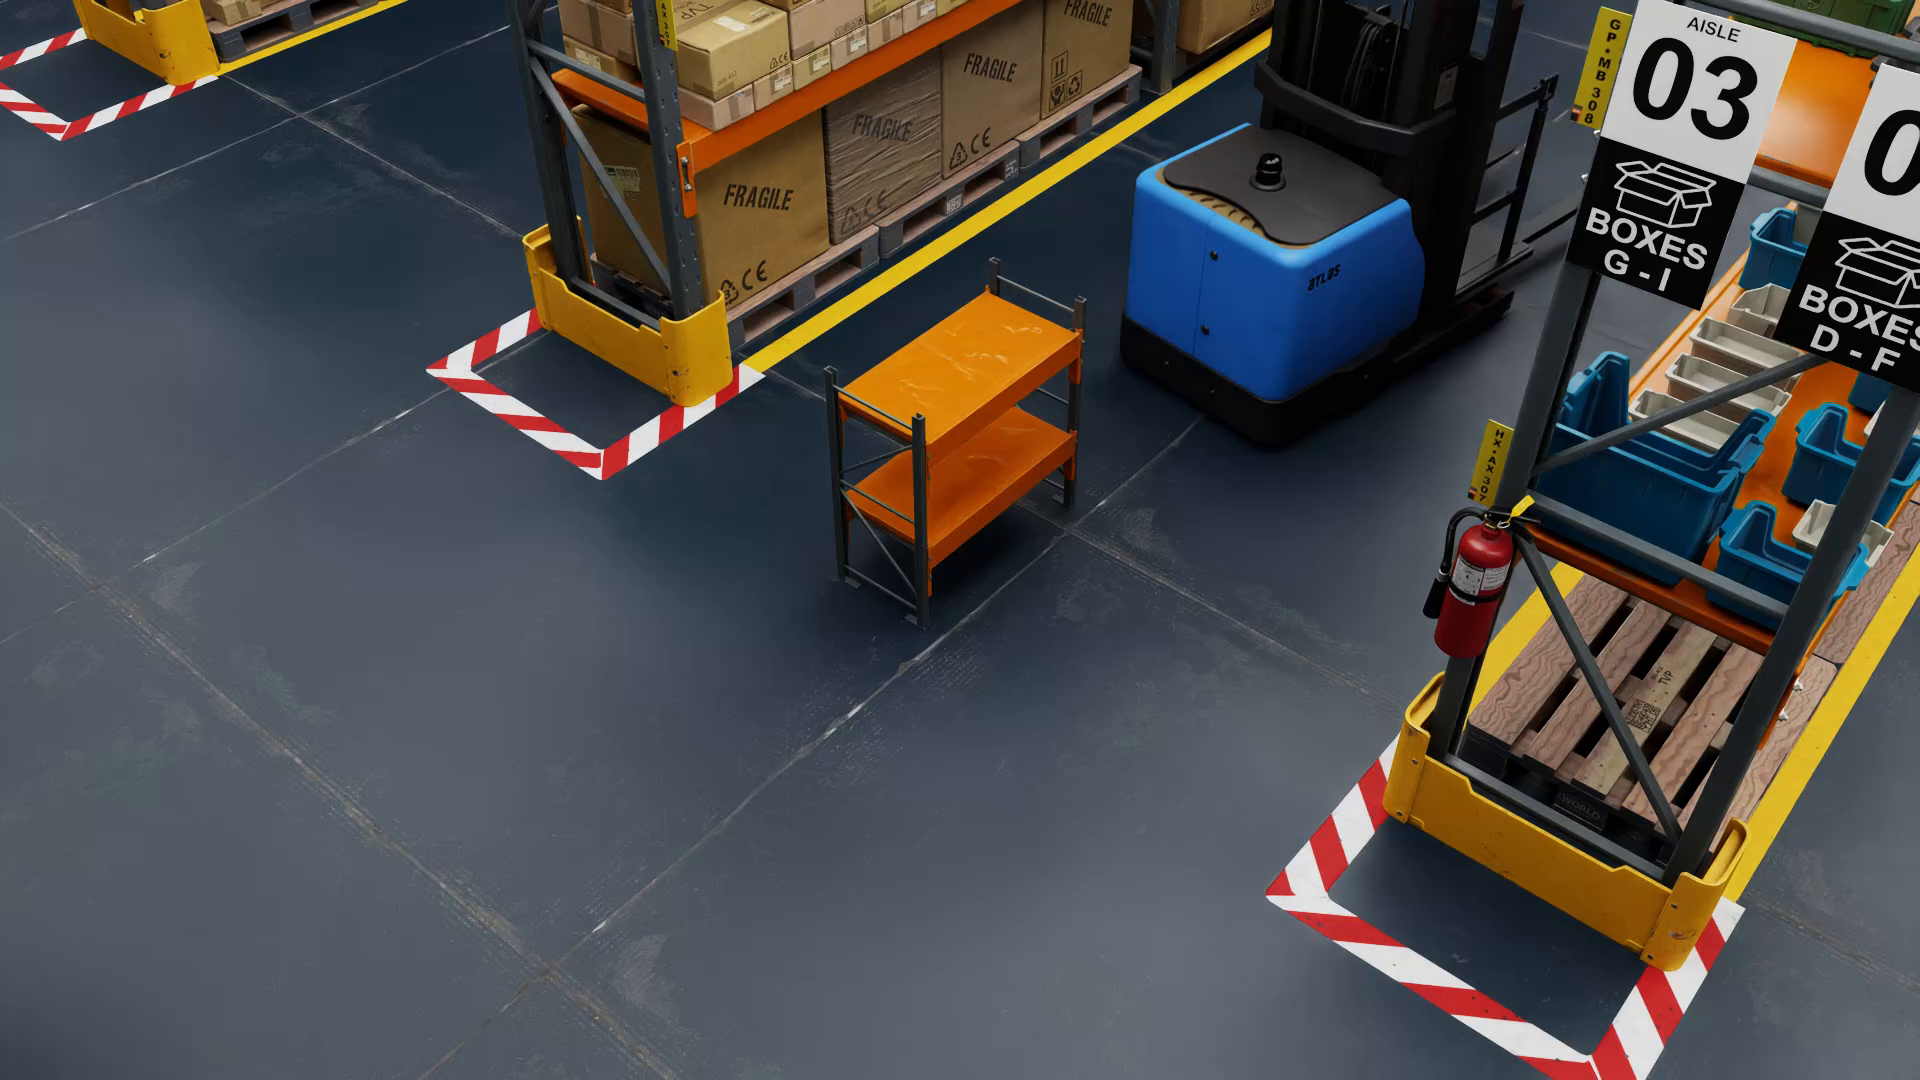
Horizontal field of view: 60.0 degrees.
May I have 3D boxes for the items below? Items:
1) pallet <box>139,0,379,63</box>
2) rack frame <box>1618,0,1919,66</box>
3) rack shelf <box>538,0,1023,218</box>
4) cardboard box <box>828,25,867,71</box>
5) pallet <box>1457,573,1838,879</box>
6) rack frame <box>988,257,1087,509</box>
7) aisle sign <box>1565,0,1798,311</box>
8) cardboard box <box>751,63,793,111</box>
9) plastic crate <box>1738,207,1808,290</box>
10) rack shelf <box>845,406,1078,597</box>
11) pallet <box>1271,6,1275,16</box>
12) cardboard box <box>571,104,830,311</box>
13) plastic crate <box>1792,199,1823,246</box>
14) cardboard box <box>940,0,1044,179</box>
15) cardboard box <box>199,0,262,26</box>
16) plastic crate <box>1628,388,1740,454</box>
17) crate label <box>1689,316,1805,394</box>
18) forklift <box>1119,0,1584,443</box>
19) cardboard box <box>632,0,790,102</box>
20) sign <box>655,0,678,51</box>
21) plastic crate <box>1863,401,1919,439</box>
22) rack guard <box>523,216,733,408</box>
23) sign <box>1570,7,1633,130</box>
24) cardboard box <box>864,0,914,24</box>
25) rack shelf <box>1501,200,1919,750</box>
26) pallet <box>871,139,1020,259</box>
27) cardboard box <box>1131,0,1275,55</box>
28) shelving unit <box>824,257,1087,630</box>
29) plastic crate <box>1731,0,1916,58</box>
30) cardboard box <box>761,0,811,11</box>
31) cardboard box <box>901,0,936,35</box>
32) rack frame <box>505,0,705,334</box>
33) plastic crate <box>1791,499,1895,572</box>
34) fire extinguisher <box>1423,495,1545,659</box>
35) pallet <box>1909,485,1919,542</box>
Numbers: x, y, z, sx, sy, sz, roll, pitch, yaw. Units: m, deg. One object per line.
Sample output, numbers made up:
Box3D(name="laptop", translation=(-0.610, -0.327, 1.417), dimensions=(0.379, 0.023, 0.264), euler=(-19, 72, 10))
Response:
Box3D(name="pallet", translation=(-4.782, -3.704, 11.349), dimensions=(1.003, 0.211, 1.213), euler=(29, 50, 28))
Box3D(name="rack frame", translation=(2.142, -2.170, 3.129), dimensions=(1.000, 3.000, 0.127), euler=(29, 50, 28))
Box3D(name="rack shelf", translation=(-0.362, -2.858, 8.881), dimensions=(1.077, 0.370, 4.000), euler=(29, 50, 28))
Box3D(name="cardboard box", translation=(-0.673, -2.441, 8.074), dimensions=(0.380, 0.149, 0.250), euler=(29, 50, 28))
Box3D(name="pallet", translation=(2.702, 0.674, 6.534), dimensions=(1.003, 0.211, 1.213), euler=(29, 50, 28))
Box3D(name="rack frame", translation=(0.323, -0.674, 7.338), dimensions=(0.500, 1.125, 0.032), euler=(29, 50, 28))
Box3D(name="aisle sign", translation=(1.871, -1.002, 4.372), dimensions=(0.394, 0.787, 0.004), euler=(29, 50, 28))
Box3D(name="cardboard box", translation=(-1.004, -2.174, 7.780), dimensions=(0.380, 0.149, 0.250), euler=(29, 50, 28))
Box3D(name="plastic crate", translation=(3.267, -1.079, 6.469), dimensions=(0.416, 0.233, 0.300), euler=(29, 50, 28))
Box3D(name="rack shelf", translation=(-0.004, -0.232, 7.215), dimensions=(0.538, 0.278, 1.000), euler=(29, 50, 28))
Box3D(name="pallet", translation=(2.149, -4.183, 11.876), dimensions=(1.003, 0.211, 1.213), euler=(29, 50, 28))
Box3D(name="cardboard box", translation=(-1.298, -1.828, 8.480), dimensions=(0.875, 0.875, 0.875), euler=(29, 50, 28))
Box3D(name="plastic crate", translation=(3.592, -1.281, 6.655), dimensions=(0.437, 0.282, 0.530), euler=(29, 50, 28))
Box3D(name="cardboard box", translation=(-0.140, -2.755, 9.499), dimensions=(0.875, 0.875, 0.875), euler=(29, 50, 28))
Box3D(name="cardboard box", translation=(-4.798, -3.526, 10.887), dimensions=(0.380, 0.149, 0.250), euler=(31, 50, 29))
Box3D(name="plastic crate", translation=(2.528, -0.373, 5.764), dimensions=(0.396, 0.136, 0.243), euler=(29, 50, 28))
Box3D(name="crate label", translation=(2.886, -0.670, 6.091), dimensions=(0.396, 0.136, 0.243), euler=(29, 50, 28))
Box3D(name="forklift", translation=(2.247, -2.390, 7.882), dimensions=(3.031, 2.935, 1.130), euler=(-30, 50, -29))
Box3D(name="cardboard box", translation=(-1.134, -2.279, 7.600), dimensions=(0.500, 0.250, 0.500), euler=(28, 49, 27))
Box3D(name="sign", translation=(-1.228, -2.201, 6.920), dimensions=(0.100, 0.325, 0.005), euler=(29, 50, 28))
Box3D(name="plastic crate", translation=(3.259, -0.338, 5.726), dimensions=(0.250, 0.136, 0.298), euler=(29, 50, 28))
Box3D(name="rack guard", translation=(-1.665, -1.157, 8.333), dimensions=(1.175, 0.500, 0.348), euler=(29, 50, 28))
Box3D(name="sign", translation=(1.710, -1.251, 4.426), dimensions=(0.100, 0.325, 0.005), euler=(29, 50, 28))
Box3D(name="cardboard box", translation=(-0.478, -2.807, 8.180), dimensions=(0.500, 0.250, 0.500), euler=(28, 49, 27))
Box3D(name="rack shelf", translation=(3.429, -0.714, 6.522), dimensions=(1.077, 0.370, 4.000), euler=(29, 50, 28))
Box3D(name="pallet", translation=(-0.409, -2.134, 9.622), dimensions=(1.003, 0.211, 1.213), euler=(29, 50, 28))
Box3D(name="cardboard box", translation=(1.322, -3.861, 10.717), dimensions=(1.225, 0.875, 0.875), euler=(30, 50, 29))
Box3D(name="shelving unit", translation=(-0.004, -0.413, 7.050), dimensions=(0.538, 1.125, 1.048), euler=(29, 50, 28))
Box3D(name="plastic crate", translation=(2.558, -1.613, 4.904), dimensions=(0.450, 0.188, 0.336), euler=(29, 50, 28))
Box3D(name="cardboard box", translation=(-0.812, -2.814, 7.630), dimensions=(0.500, 0.500, 0.500), euler=(28, 49, 28))
Box3D(name="cardboard box", translation=(-0.342, -2.704, 8.364), dimensions=(0.380, 0.149, 0.250), euler=(29, 50, 28))
Box3D(name="rack frame", translation=(-1.649, -2.094, 7.506), dimensions=(1.000, 3.000, 0.127), euler=(29, 50, 28))
Box3D(name="plastic crate", translation=(2.823, 0.011, 5.341), dimensions=(0.250, 0.136, 0.298), euler=(29, 50, 28))
Box3D(name="fire extinguisher", translation=(1.697, 0.098, 5.430), dimensions=(0.296, 0.674, 0.183), euler=(29, 50, 28))
Box3D(name="pallet", translation=(4.273, -0.582, 7.916), dimensions=(1.003, 0.211, 1.213), euler=(29, 50, 28))
